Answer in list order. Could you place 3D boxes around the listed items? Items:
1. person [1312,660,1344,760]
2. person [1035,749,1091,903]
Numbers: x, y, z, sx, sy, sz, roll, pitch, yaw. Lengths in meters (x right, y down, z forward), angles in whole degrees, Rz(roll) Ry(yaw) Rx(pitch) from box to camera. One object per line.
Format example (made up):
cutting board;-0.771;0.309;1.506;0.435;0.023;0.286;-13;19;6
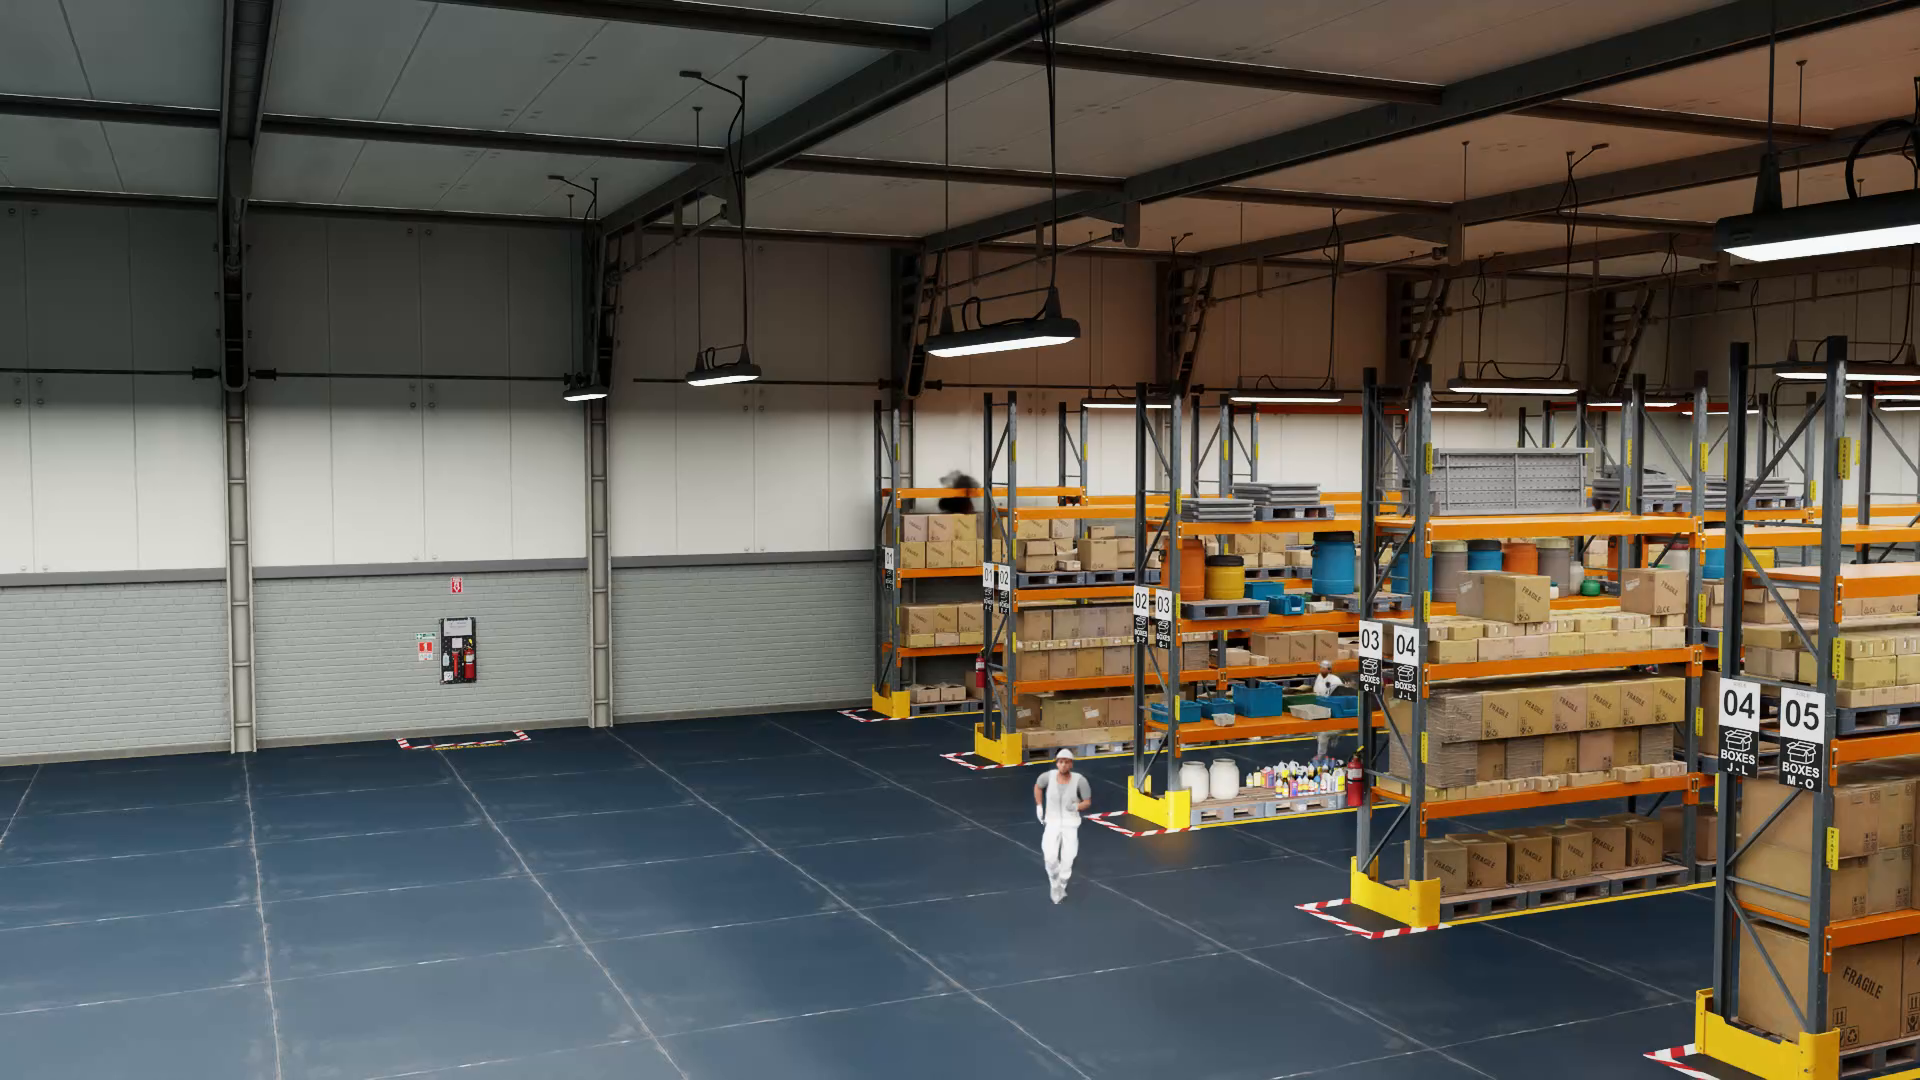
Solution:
person;6.054;2.780;27.248;0.645;1.640;0.627;-2;4;-36
person;1.142;3.193;18.570;0.647;1.750;0.735;0;3;6
